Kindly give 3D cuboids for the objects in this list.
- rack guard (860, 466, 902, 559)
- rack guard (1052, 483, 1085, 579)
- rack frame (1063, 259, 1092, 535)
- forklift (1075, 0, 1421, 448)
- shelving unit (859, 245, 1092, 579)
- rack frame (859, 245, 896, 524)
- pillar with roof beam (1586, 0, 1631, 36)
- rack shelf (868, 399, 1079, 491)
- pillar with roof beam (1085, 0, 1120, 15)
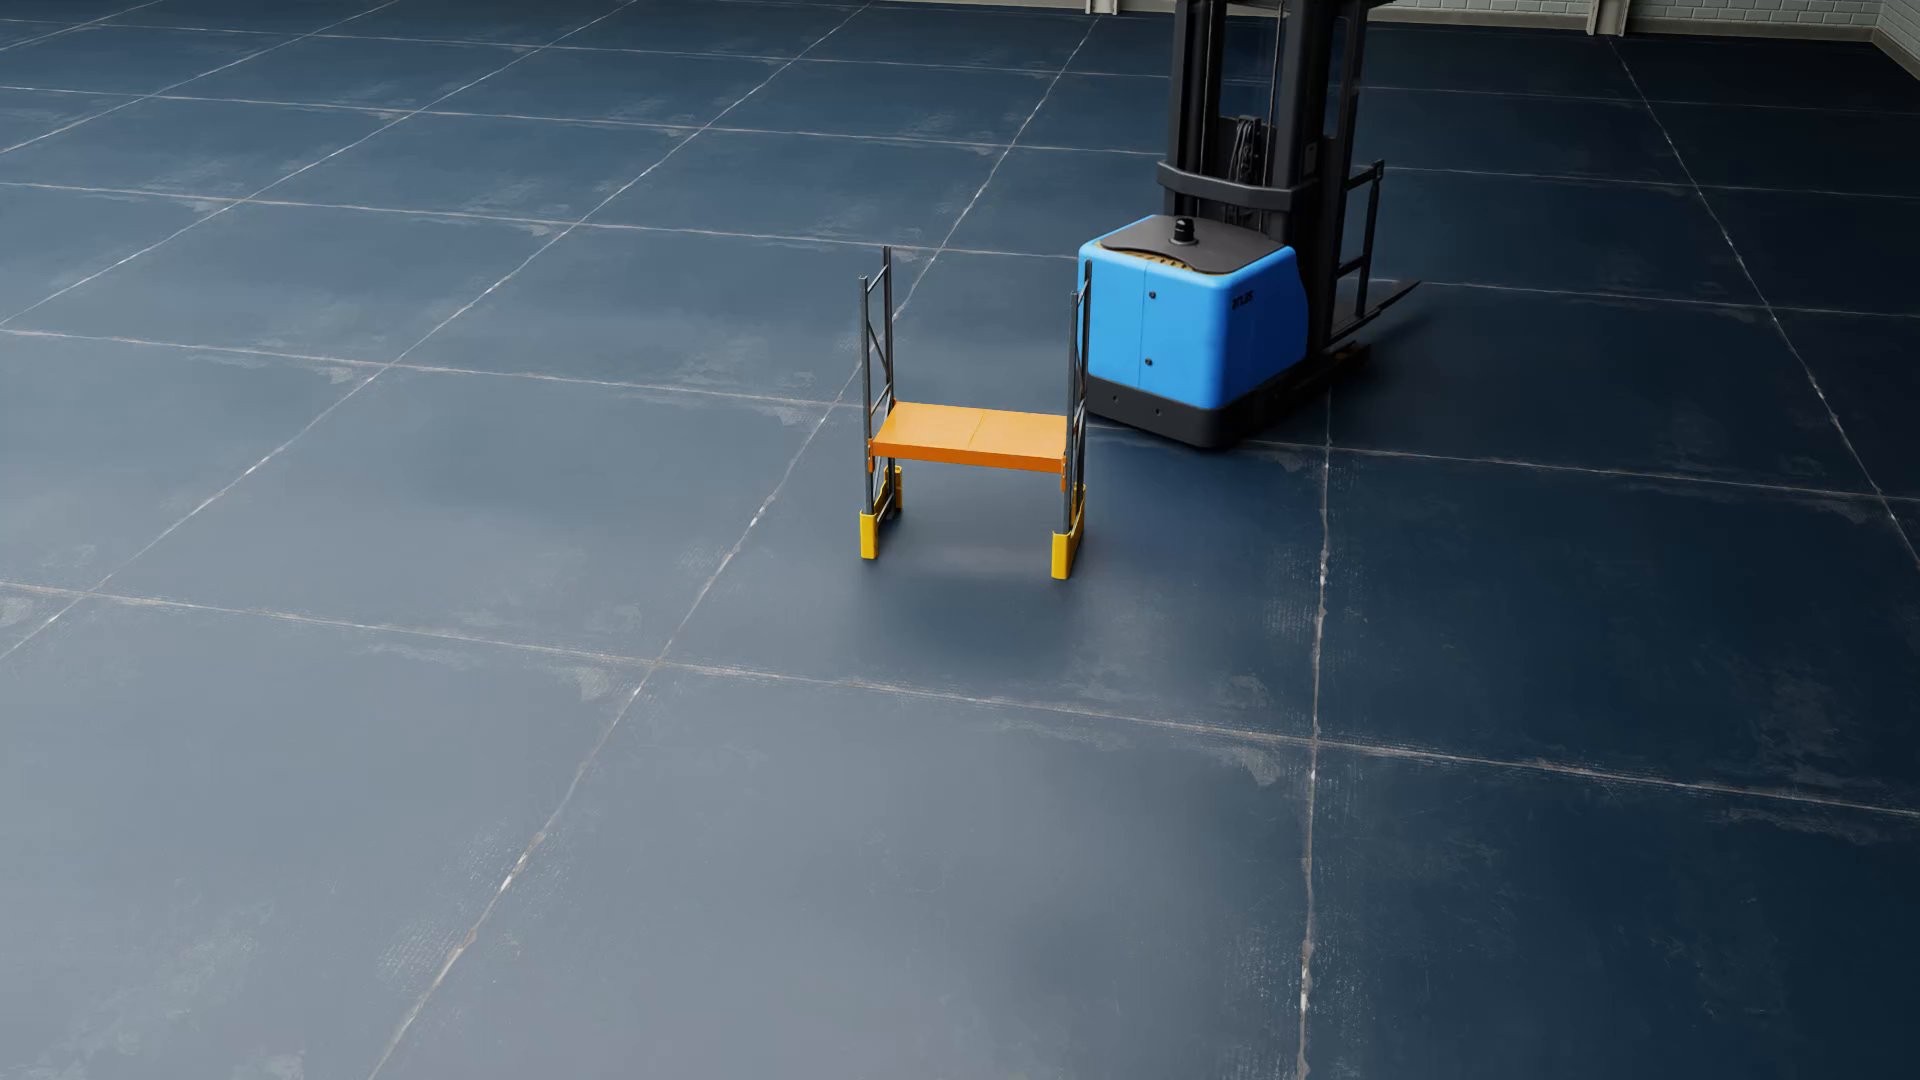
[{"bbox_3d":[-0.412,-0.152,8.767,0.087,0.250,0.587,6,29,11],"label":"rack guard"},{"bbox_3d":[0.562,-0.052,8.585,0.087,0.250,0.587,6,29,11],"label":"rack guard"},{"bbox_3d":[0.581,-0.598,8.281,0.032,1.500,0.500,6,29,11],"label":"rack frame"},{"bbox_3d":[2.001,-2.452,10.177,1.130,2.935,3.031,22,35,34],"label":"forklift"},{"bbox_3d":[0.075,-0.650,8.376,1.083,1.500,0.587,6,29,11],"label":"shelving unit"},{"bbox_3d":[-0.414,-0.700,8.467,0.032,1.500,0.500,6,29,11],"label":"rack frame"},{"bbox_3d":[6.761,-7.952,13.903,0.400,9.000,9.100,6,29,11],"label":"pillar with roof beam"},{"bbox_3d":[0.083,-0.492,8.461,1.000,0.185,0.538,6,29,11],"label":"rack shelf"},{"bbox_3d":[0.894,-8.553,15.002,0.400,9.000,9.100,6,29,11],"label":"pillar with roof beam"}]
